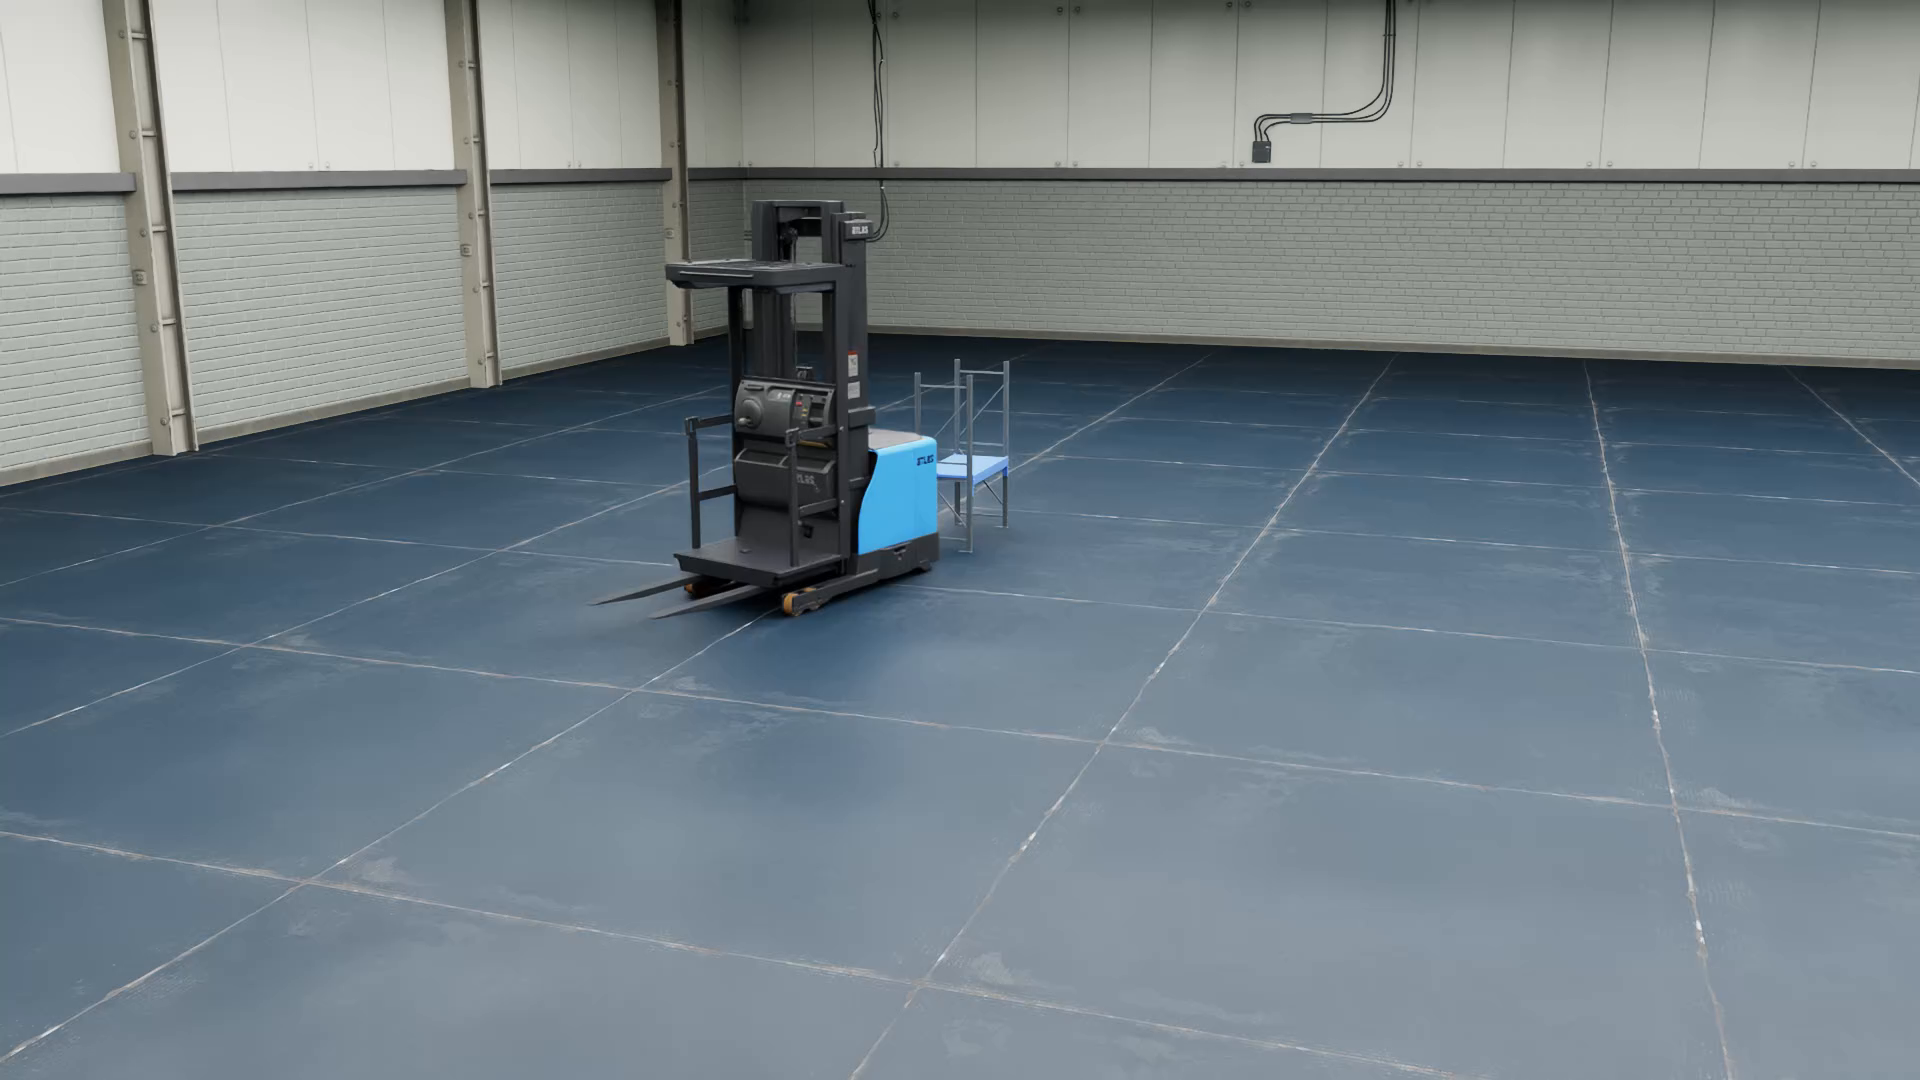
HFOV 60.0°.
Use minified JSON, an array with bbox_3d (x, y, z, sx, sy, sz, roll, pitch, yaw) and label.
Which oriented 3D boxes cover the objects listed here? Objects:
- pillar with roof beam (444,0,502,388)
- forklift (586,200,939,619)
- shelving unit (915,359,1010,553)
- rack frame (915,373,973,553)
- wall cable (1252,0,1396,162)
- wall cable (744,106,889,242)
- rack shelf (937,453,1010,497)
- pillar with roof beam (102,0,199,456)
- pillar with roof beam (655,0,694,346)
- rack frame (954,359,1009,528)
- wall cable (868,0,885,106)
[{"bbox_3d":[-2.883,-6.337,22.031,9.100,9.000,0.400,4,14,18],"label":"pillar with roof beam"},{"bbox_3d":[-1.442,-1.001,12.285,1.130,2.935,3.031,9,16,35],"label":"forklift"},{"bbox_3d":[0.028,-0.749,14.400,0.538,1.500,1.048,4,14,18],"label":"shelving unit"},{"bbox_3d":[-0.137,-0.642,13.931,0.500,1.500,0.032,4,14,18],"label":"rack frame"},{"bbox_3d":[6.167,-9.407,27.836,2.305,6.003,0.169,4,14,18],"label":"wall cable"},{"bbox_3d":[-2.811,-6.922,31.570,3.097,2.526,0.112,4,14,18],"label":"wall cable"},{"bbox_3d":[0.028,-0.574,14.440,0.538,0.185,1.000,4,14,18],"label":"rack shelf"},{"bbox_3d":[-4.825,-5.074,16.496,9.100,9.000,0.400,4,14,18],"label":"pillar with roof beam"},{"bbox_3d":[-0.942,-7.601,27.565,9.100,9.000,0.400,4,14,18],"label":"pillar with roof beam"},{"bbox_3d":[0.192,-0.856,14.869,0.500,1.500,0.032,4,14,18],"label":"rack frame"},{"bbox_3d":[-0.251,-9.189,30.154,3.097,2.526,0.112,4,14,18],"label":"wall cable"}]
